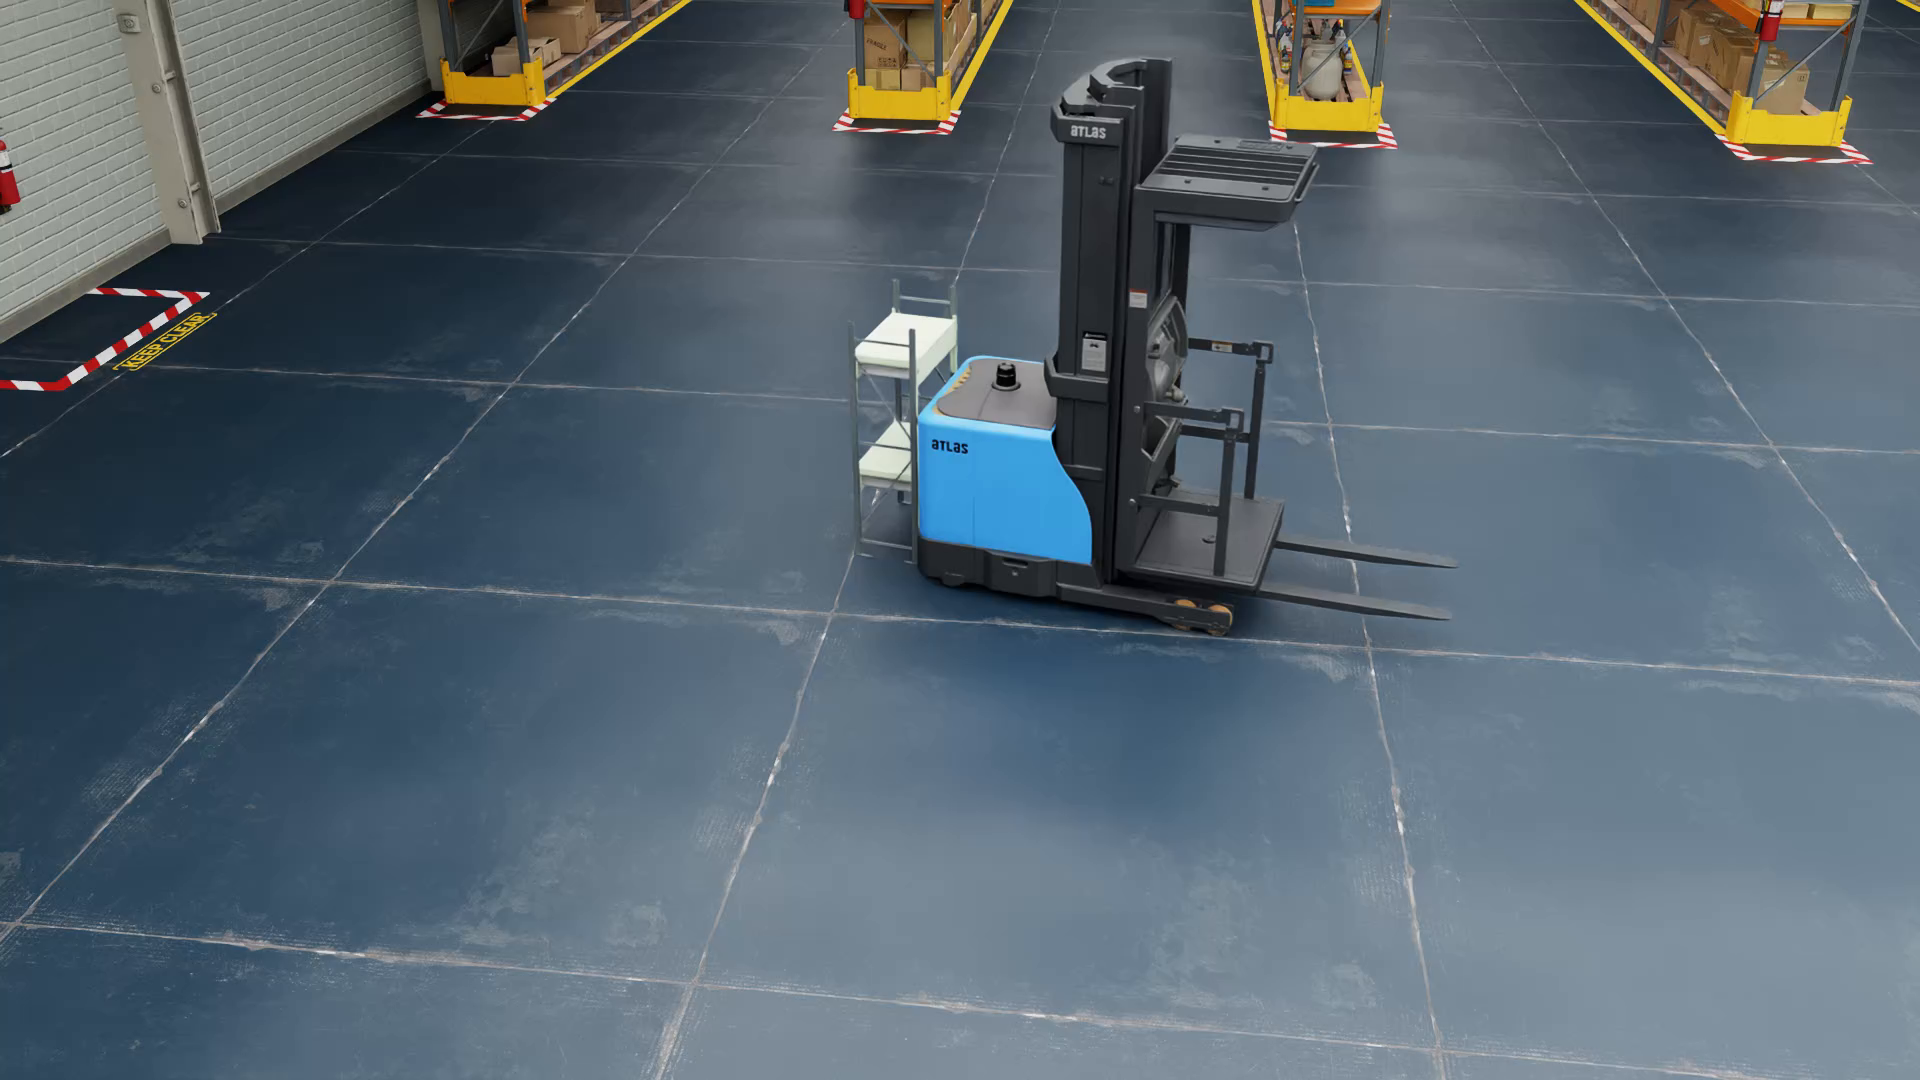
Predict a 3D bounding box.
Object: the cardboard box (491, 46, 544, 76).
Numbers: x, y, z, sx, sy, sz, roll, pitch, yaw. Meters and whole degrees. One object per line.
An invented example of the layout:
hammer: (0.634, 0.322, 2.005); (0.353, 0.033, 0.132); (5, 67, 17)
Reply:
cardboard box: (-5.442, -5.919, 20.445); (0.500, 0.311, 0.500); (0, 28, 0)

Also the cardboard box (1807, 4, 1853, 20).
cardboard box: (9.403, -5.735, 17.997); (0.380, 0.149, 0.250); (3, 28, 6)

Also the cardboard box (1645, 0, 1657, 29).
cardboard box: (9.796, -7.212, 22.646); (0.700, 0.500, 0.500); (3, 28, 6)

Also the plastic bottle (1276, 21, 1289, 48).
plastic bottle: (4.196, -6.567, 21.606); (0.144, 0.351, 0.185); (4, 29, 8)

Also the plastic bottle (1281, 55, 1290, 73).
plastic bottle: (4.006, -5.864, 20.459); (0.097, 0.201, 0.097); (0, 28, 0)

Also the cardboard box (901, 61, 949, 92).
cardboard box: (-0.413, -5.516, 19.783); (0.500, 0.250, 0.500); (3, 28, 6)

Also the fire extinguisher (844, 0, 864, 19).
fire extinguisher: (-1.175, -6.240, 18.751); (0.296, 0.674, 0.183); (3, 28, 6)

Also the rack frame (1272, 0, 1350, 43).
rack frame: (4.706, -7.896, 21.743); (1.000, 3.000, 0.127); (3, 28, 6)

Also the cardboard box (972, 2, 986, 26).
cardboard box: (0.086, -7.335, 23.159); (0.500, 0.250, 0.500); (3, 28, 5)

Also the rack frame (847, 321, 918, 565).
rack frame: (-0.440, -0.543, 9.676); (0.400, 1.500, 0.023); (9, 30, 16)

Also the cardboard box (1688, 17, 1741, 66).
cardboard box: (9.471, -6.236, 20.856); (0.500, 0.500, 0.500); (13, 31, 22)

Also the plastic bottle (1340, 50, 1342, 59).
plastic bottle: (4.814, -6.065, 20.831); (0.097, 0.201, 0.097); (0, 28, 0)

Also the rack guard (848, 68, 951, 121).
rack guard: (-0.702, -5.191, 19.358); (1.175, 0.500, 0.348); (3, 28, 6)

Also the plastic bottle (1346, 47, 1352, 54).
plastic bottle: (4.794, -5.951, 20.534); (0.061, 0.283, 0.133); (4, 29, 7)

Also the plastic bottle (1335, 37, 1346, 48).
plastic bottle: (4.827, -6.252, 21.099); (0.152, 0.276, 0.135); (4, 29, 7)

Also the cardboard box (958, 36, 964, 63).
cardboard box: (-0.227, -6.222, 21.093); (0.500, 0.250, 0.500); (3, 28, 6)

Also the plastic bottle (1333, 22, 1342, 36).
plastic bottle: (4.890, -6.513, 21.506); (0.144, 0.351, 0.185); (2, 28, 4)

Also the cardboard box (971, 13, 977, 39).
cardboard box: (-0.049, -6.929, 22.404); (0.500, 0.250, 0.500); (3, 28, 6)

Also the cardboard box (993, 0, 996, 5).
cardboard box: (0.274, -8.059, 24.503); (0.500, 0.250, 0.500); (4, 29, 7)

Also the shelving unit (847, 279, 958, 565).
shelving unit: (-0.326, -0.708, 9.982); (0.431, 1.500, 0.755); (9, 30, 16)

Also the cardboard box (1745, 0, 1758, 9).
cardboard box: (8.973, -5.999, 18.487); (0.380, 0.149, 0.250); (3, 28, 6)

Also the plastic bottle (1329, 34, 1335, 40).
plastic bottle: (4.746, -6.325, 21.228); (0.061, 0.283, 0.133); (3, 28, 6)

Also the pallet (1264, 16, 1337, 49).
pallet: (4.764, -7.040, 23.095); (1.003, 0.211, 1.213); (3, 28, 6)

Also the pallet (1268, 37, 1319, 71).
pallet: (4.583, -6.354, 21.822); (1.003, 0.211, 1.213); (3, 28, 6)

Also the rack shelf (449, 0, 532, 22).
rack shelf: (-5.371, -7.213, 21.235); (1.077, 0.370, 4.000); (3, 28, 6)

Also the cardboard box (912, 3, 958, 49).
cardboard box: (-0.305, -6.318, 20.480); (0.500, 0.500, 0.500); (3, 28, 6)

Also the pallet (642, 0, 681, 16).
pallet: (-4.885, -8.186, 25.222); (1.003, 0.211, 1.213); (3, 28, 6)

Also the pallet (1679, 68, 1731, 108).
pallet: (9.428, -5.486, 20.211); (1.003, 0.211, 1.213); (3, 28, 6)

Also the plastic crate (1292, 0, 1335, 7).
plastic crate: (3.981, -6.200, 18.753); (0.499, 0.251, 0.616); (3, 28, 6)

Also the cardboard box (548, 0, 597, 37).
cardboard box: (-5.214, -7.074, 22.389); (0.500, 0.500, 0.500); (1, 28, 2)

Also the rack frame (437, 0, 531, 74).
rack frame: (-5.616, -6.588, 19.317); (1.000, 3.000, 0.127); (3, 28, 6)

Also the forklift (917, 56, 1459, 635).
forklift: (1.324, -1.042, 9.095); (3.031, 2.935, 1.130); (9, 30, 16)

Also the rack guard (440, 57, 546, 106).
rack guard: (-5.607, -5.524, 19.976); (1.175, 0.500, 0.348); (3, 28, 6)

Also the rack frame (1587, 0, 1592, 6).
rack frame: (10.112, -9.491, 24.704); (1.000, 3.000, 0.127); (3, 28, 6)

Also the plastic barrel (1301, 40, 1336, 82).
plastic barrel: (4.282, -5.653, 19.760); (0.421, 0.512, 0.421); (0, 28, 0)

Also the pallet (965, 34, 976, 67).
pallet: (-0.348, -6.586, 22.252); (1.003, 0.211, 1.213); (3, 28, 6)

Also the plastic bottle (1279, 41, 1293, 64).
plastic bottle: (4.081, -6.080, 20.780); (0.152, 0.276, 0.135); (3, 28, 5)

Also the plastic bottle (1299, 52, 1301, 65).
plastic bottle: (4.207, -6.048, 20.801); (0.097, 0.201, 0.097); (0, 28, 0)

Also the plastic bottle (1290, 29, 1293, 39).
plastic bottle: (4.298, -6.457, 21.486); (0.097, 0.271, 0.097); (0, 28, 0)

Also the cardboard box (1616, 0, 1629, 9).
cardboard box: (9.995, -8.005, 24.119); (0.700, 0.500, 0.500); (1, 28, 2)

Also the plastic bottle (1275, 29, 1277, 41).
plastic bottle: (4.220, -6.685, 21.983); (0.097, 0.201, 0.097); (0, 28, 0)

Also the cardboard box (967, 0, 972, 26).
cardboard box: (-0.122, -7.024, 21.791); (0.500, 0.500, 0.500); (3, 28, 6)

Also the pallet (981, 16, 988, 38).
pallet: (-0.158, -7.307, 23.590); (1.003, 0.211, 1.213); (3, 28, 6)

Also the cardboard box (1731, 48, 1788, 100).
cardboard box: (9.264, -5.386, 19.277); (0.500, 0.500, 0.500); (11, 30, 19)

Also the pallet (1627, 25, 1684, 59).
pallet: (9.716, -6.747, 22.551); (1.003, 0.211, 1.213); (3, 28, 6)

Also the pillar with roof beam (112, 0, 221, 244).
pillar with roof beam: (-2.851, -6.535, 12.892); (9.100, 9.000, 0.400); (3, 28, 6)
